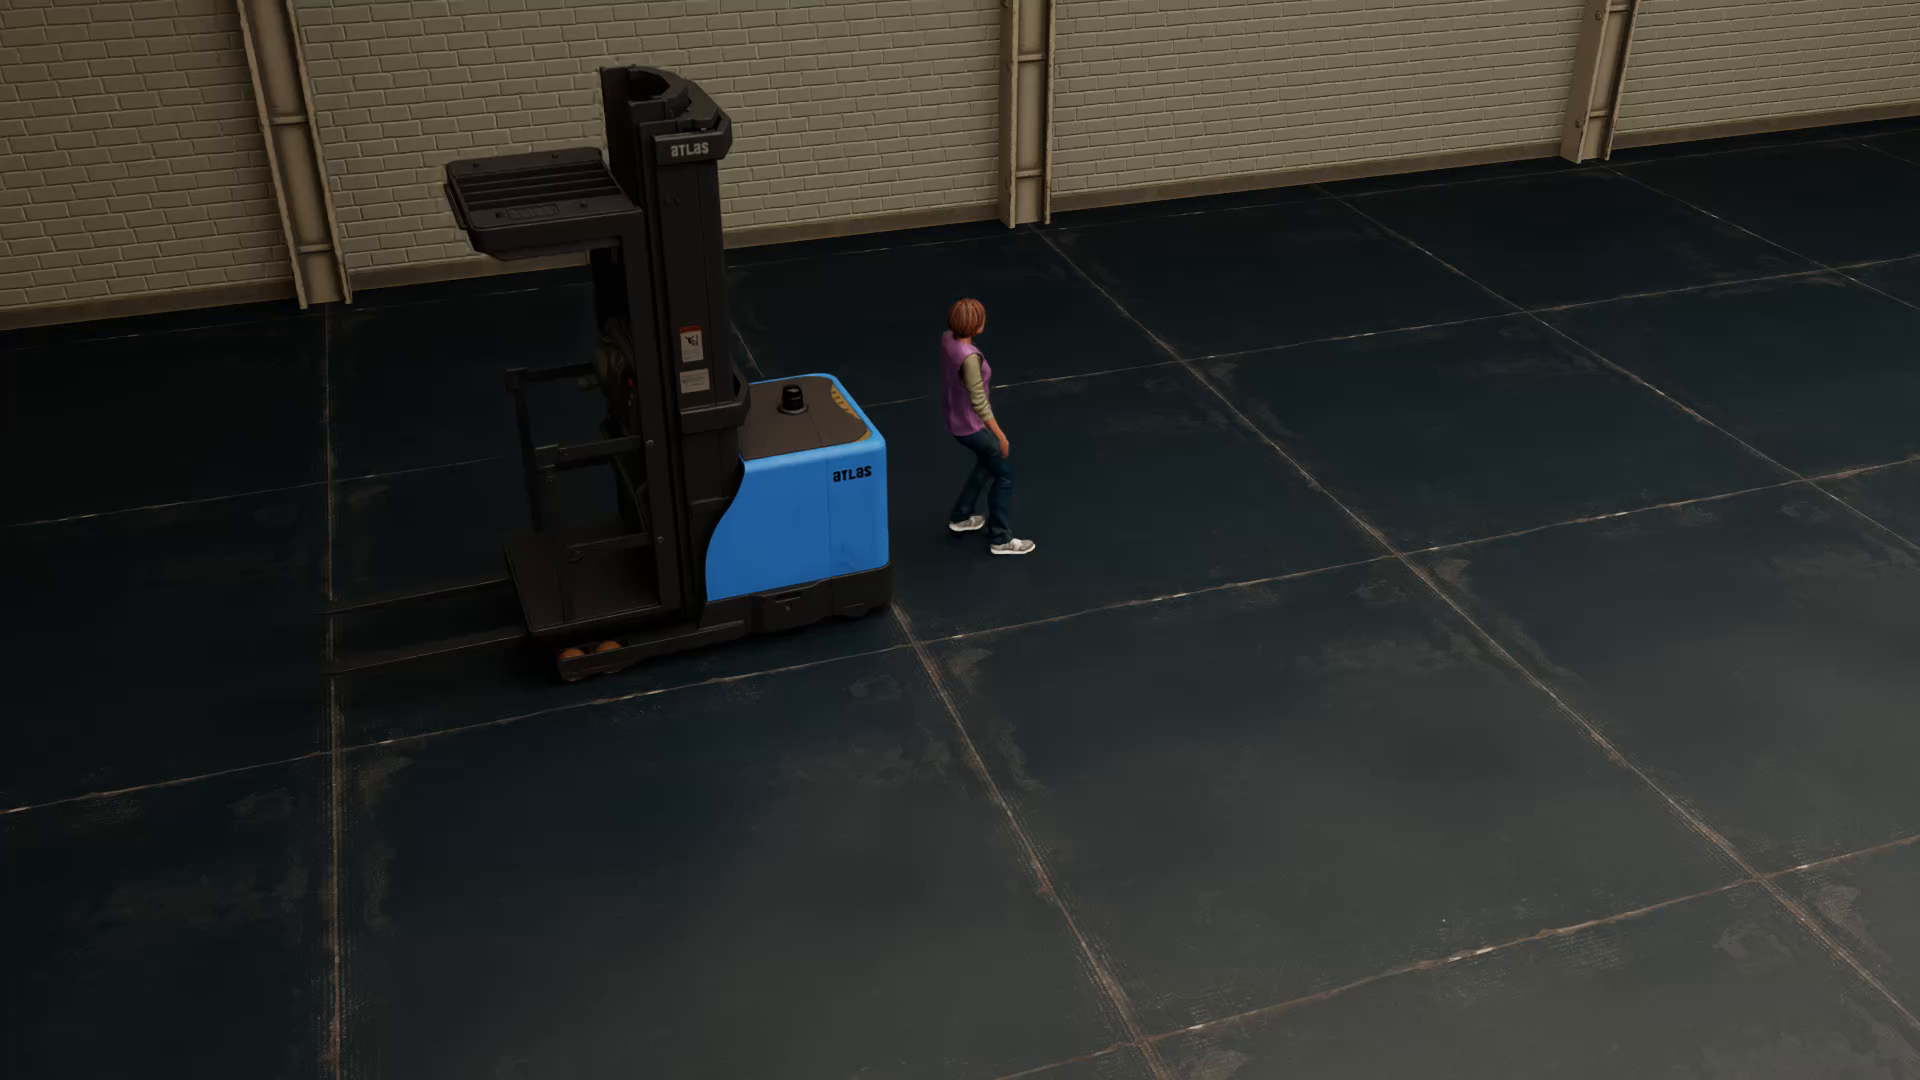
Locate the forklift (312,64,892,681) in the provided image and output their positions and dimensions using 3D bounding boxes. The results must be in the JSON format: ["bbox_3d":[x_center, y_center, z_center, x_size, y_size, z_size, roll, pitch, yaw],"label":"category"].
[{"bbox_3d":[-1.950,-0.827,8.525,3.031,2.935,1.130,-11,32,-18],"label":"forklift"}]

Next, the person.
[{"bbox_3d":[0.153,-0.686,9.666,0.487,1.541,0.600,-8,31,-13],"label":"person"}]
